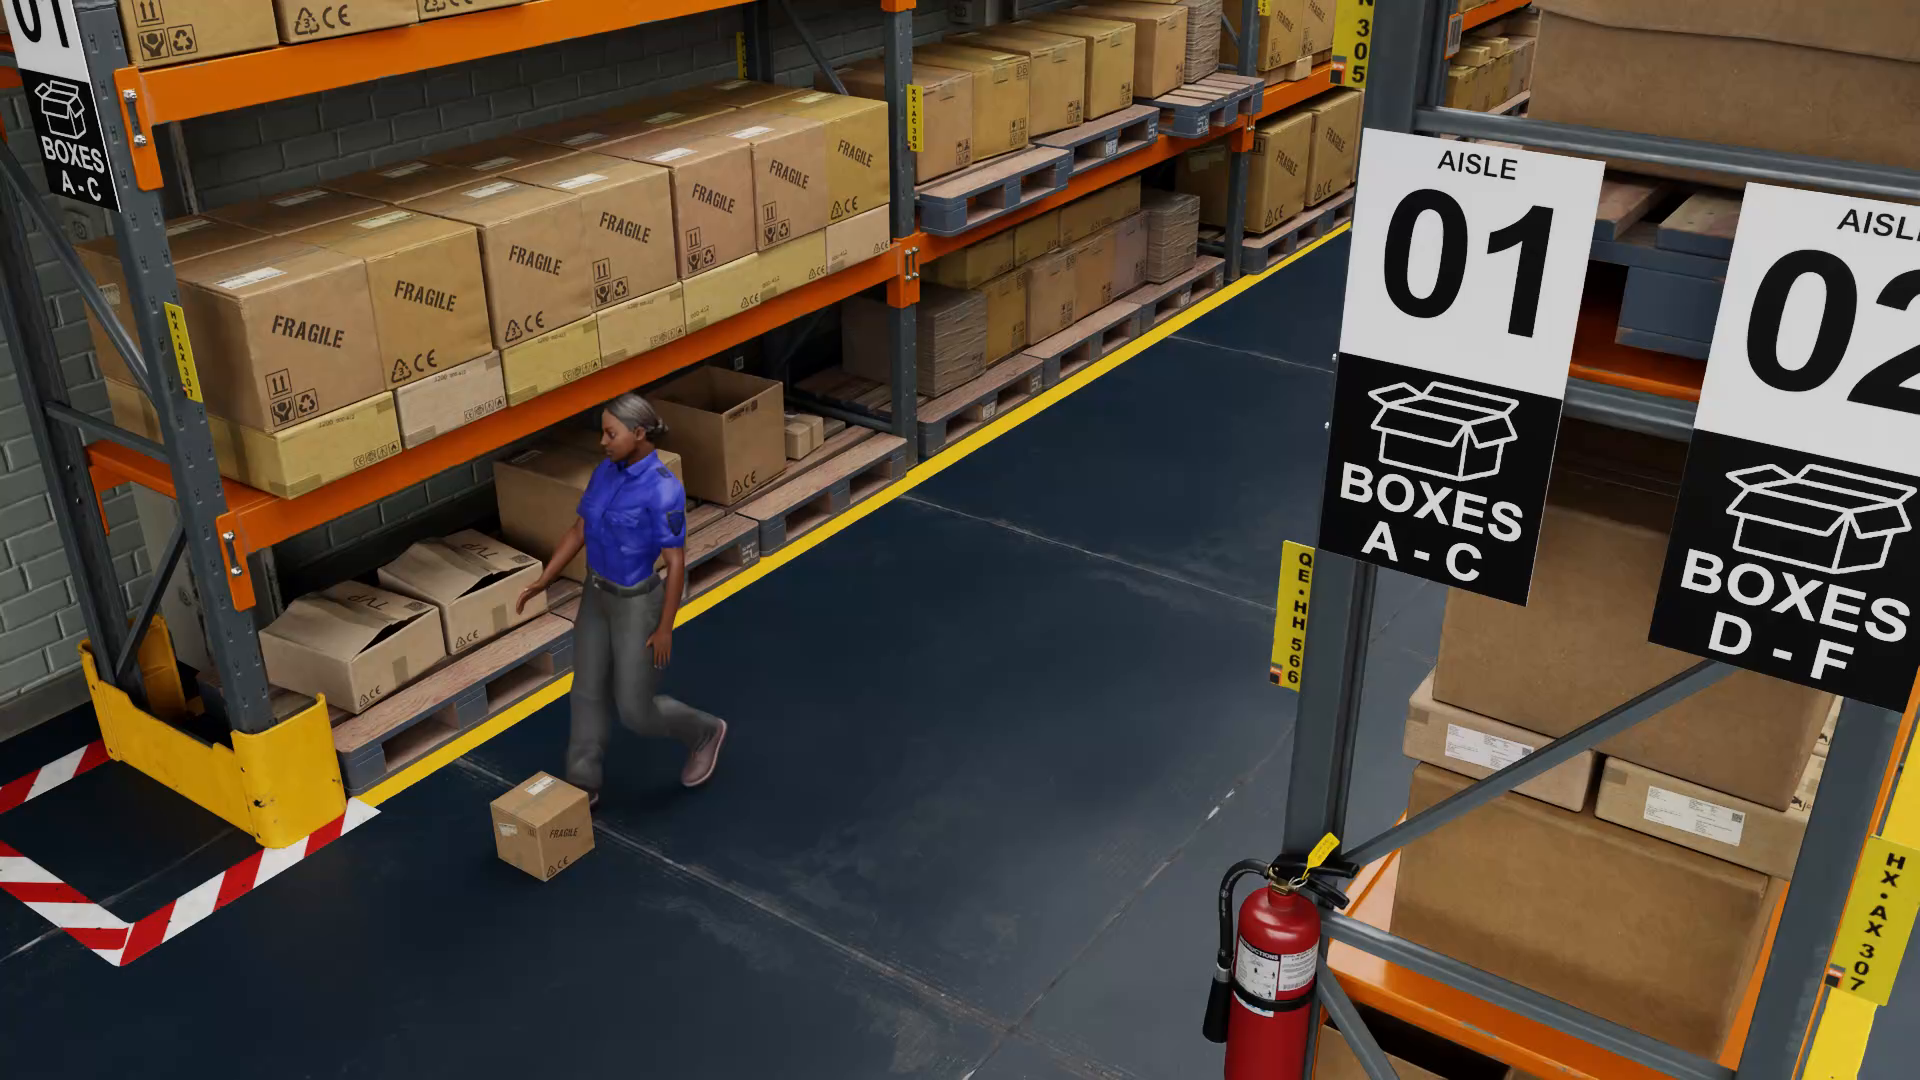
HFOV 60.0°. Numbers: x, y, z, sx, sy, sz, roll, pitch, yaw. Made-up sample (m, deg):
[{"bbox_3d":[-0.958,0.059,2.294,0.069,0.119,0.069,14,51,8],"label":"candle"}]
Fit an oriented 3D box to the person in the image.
[{"bbox_3d":[-1.295,0.271,6.111,0.524,1.599,0.795,24,36,39],"label":"person"}]
